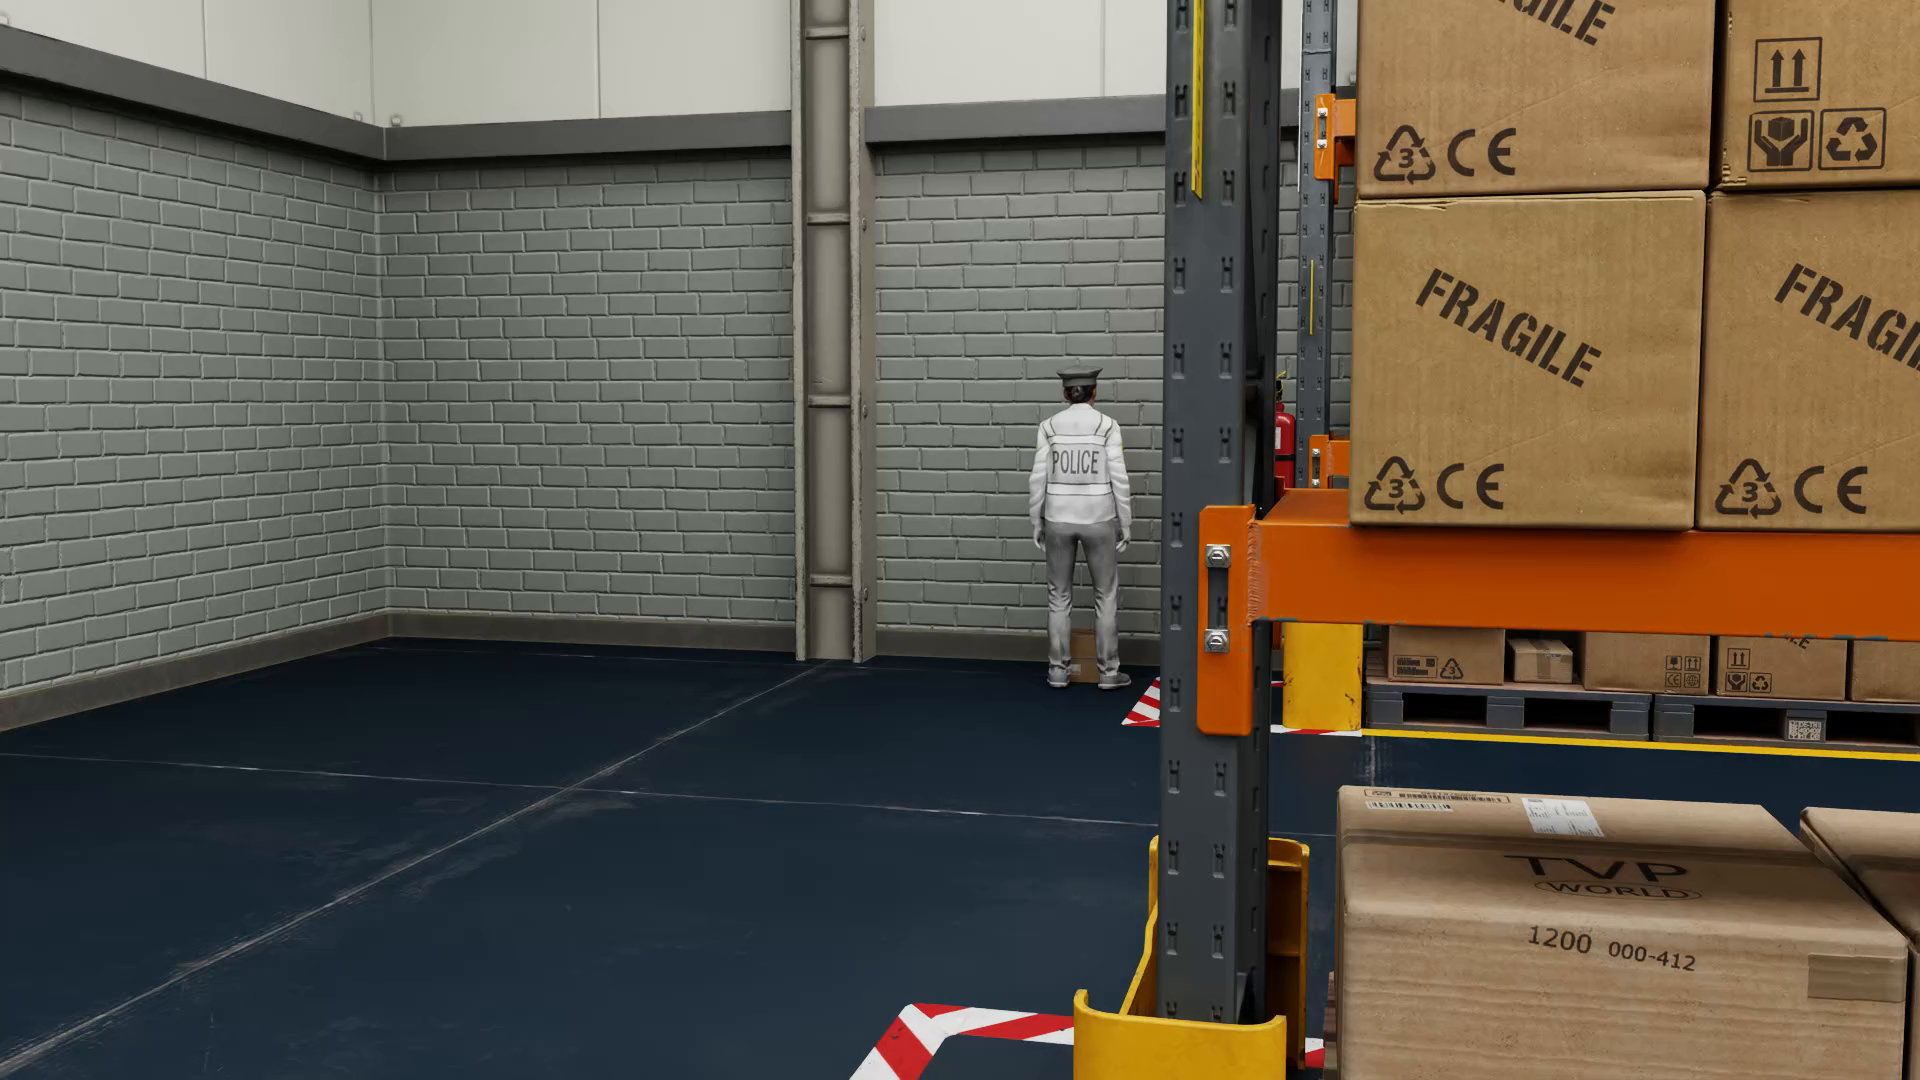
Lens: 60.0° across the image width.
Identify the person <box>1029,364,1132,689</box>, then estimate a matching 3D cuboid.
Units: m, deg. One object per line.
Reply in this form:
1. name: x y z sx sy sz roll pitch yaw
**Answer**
1. person: 0.618 -0.068 8.542 0.529 1.663 0.371 1 5 14
